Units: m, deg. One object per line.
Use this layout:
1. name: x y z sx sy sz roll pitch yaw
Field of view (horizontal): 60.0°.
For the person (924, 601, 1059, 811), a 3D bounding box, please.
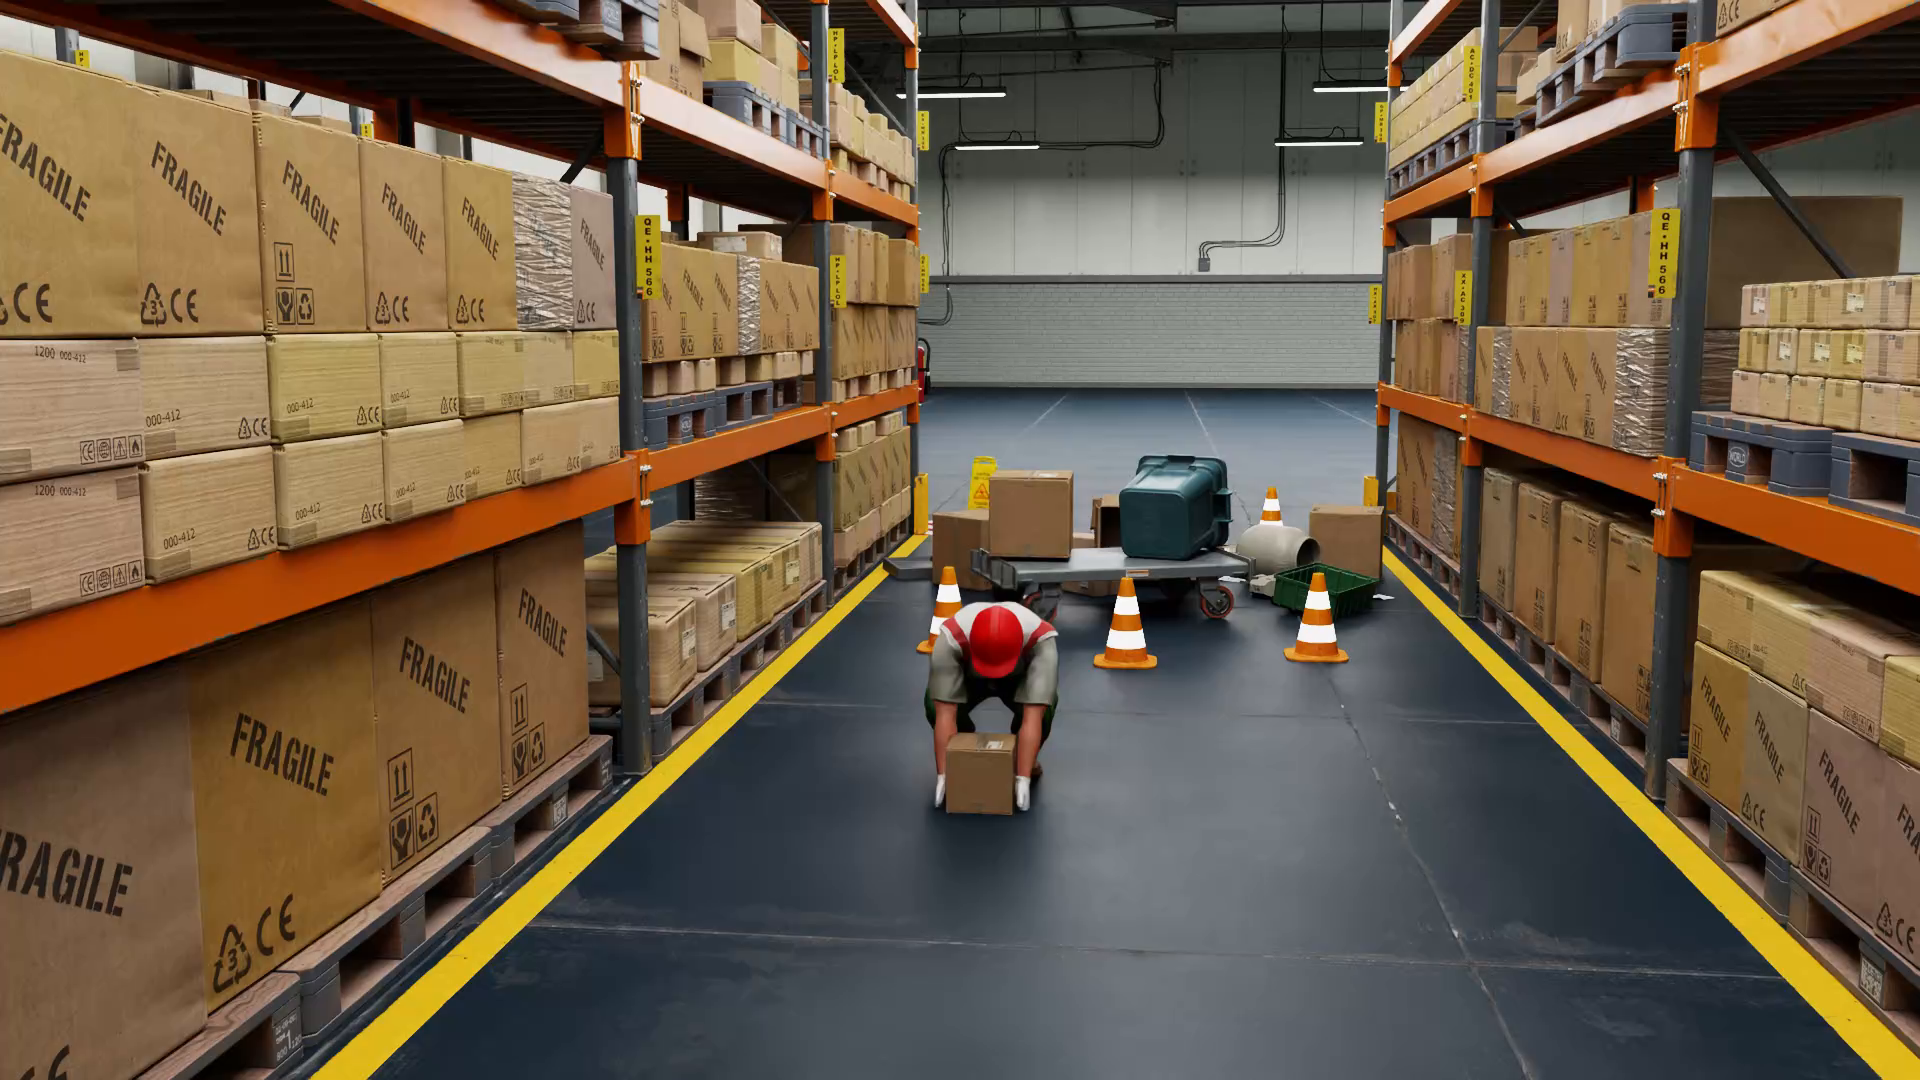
1. person: 0.126 0.635 6.607 0.541 0.878 0.923 1 8 6
